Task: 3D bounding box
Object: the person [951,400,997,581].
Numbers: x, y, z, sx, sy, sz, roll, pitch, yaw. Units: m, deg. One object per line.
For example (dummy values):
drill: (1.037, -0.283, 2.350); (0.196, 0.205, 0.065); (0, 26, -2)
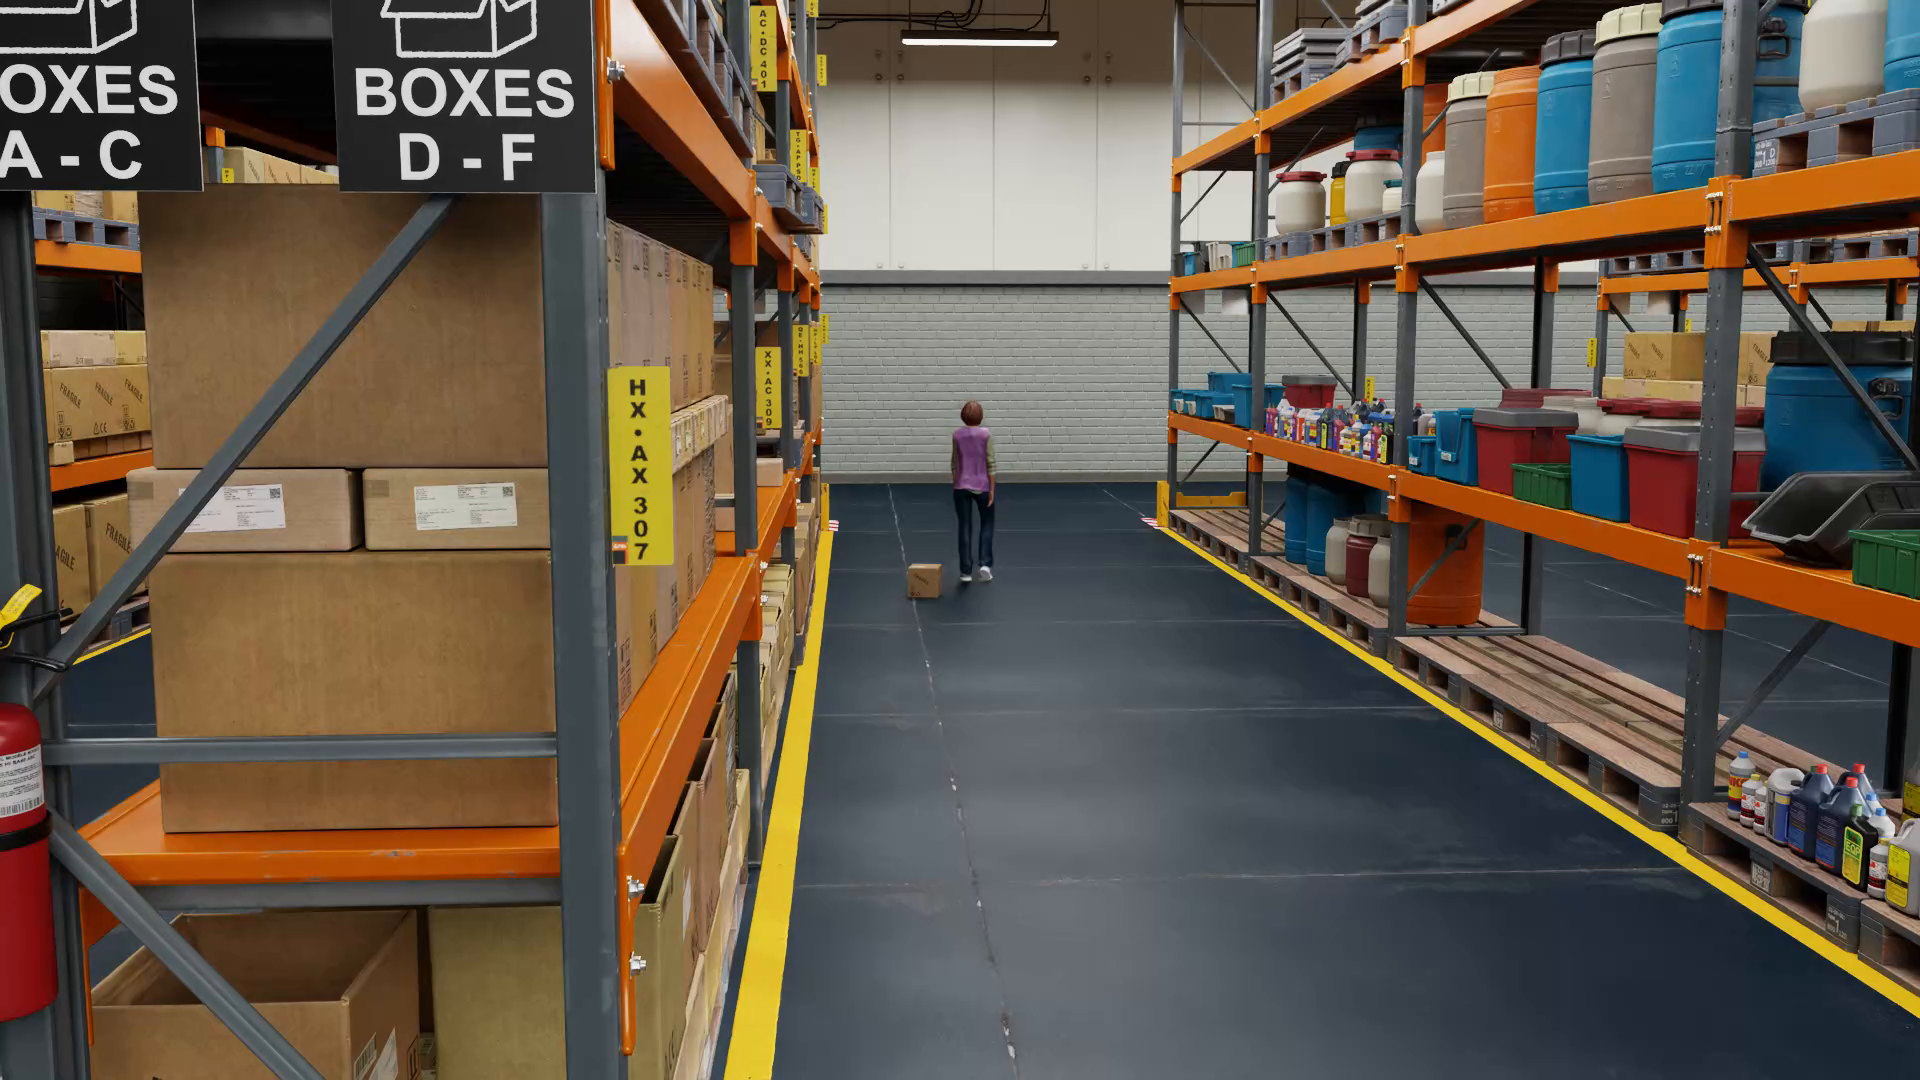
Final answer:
person: (0.123, -0.407, 14.666); (0.424, 1.637, 0.584); (1, 7, 7)
